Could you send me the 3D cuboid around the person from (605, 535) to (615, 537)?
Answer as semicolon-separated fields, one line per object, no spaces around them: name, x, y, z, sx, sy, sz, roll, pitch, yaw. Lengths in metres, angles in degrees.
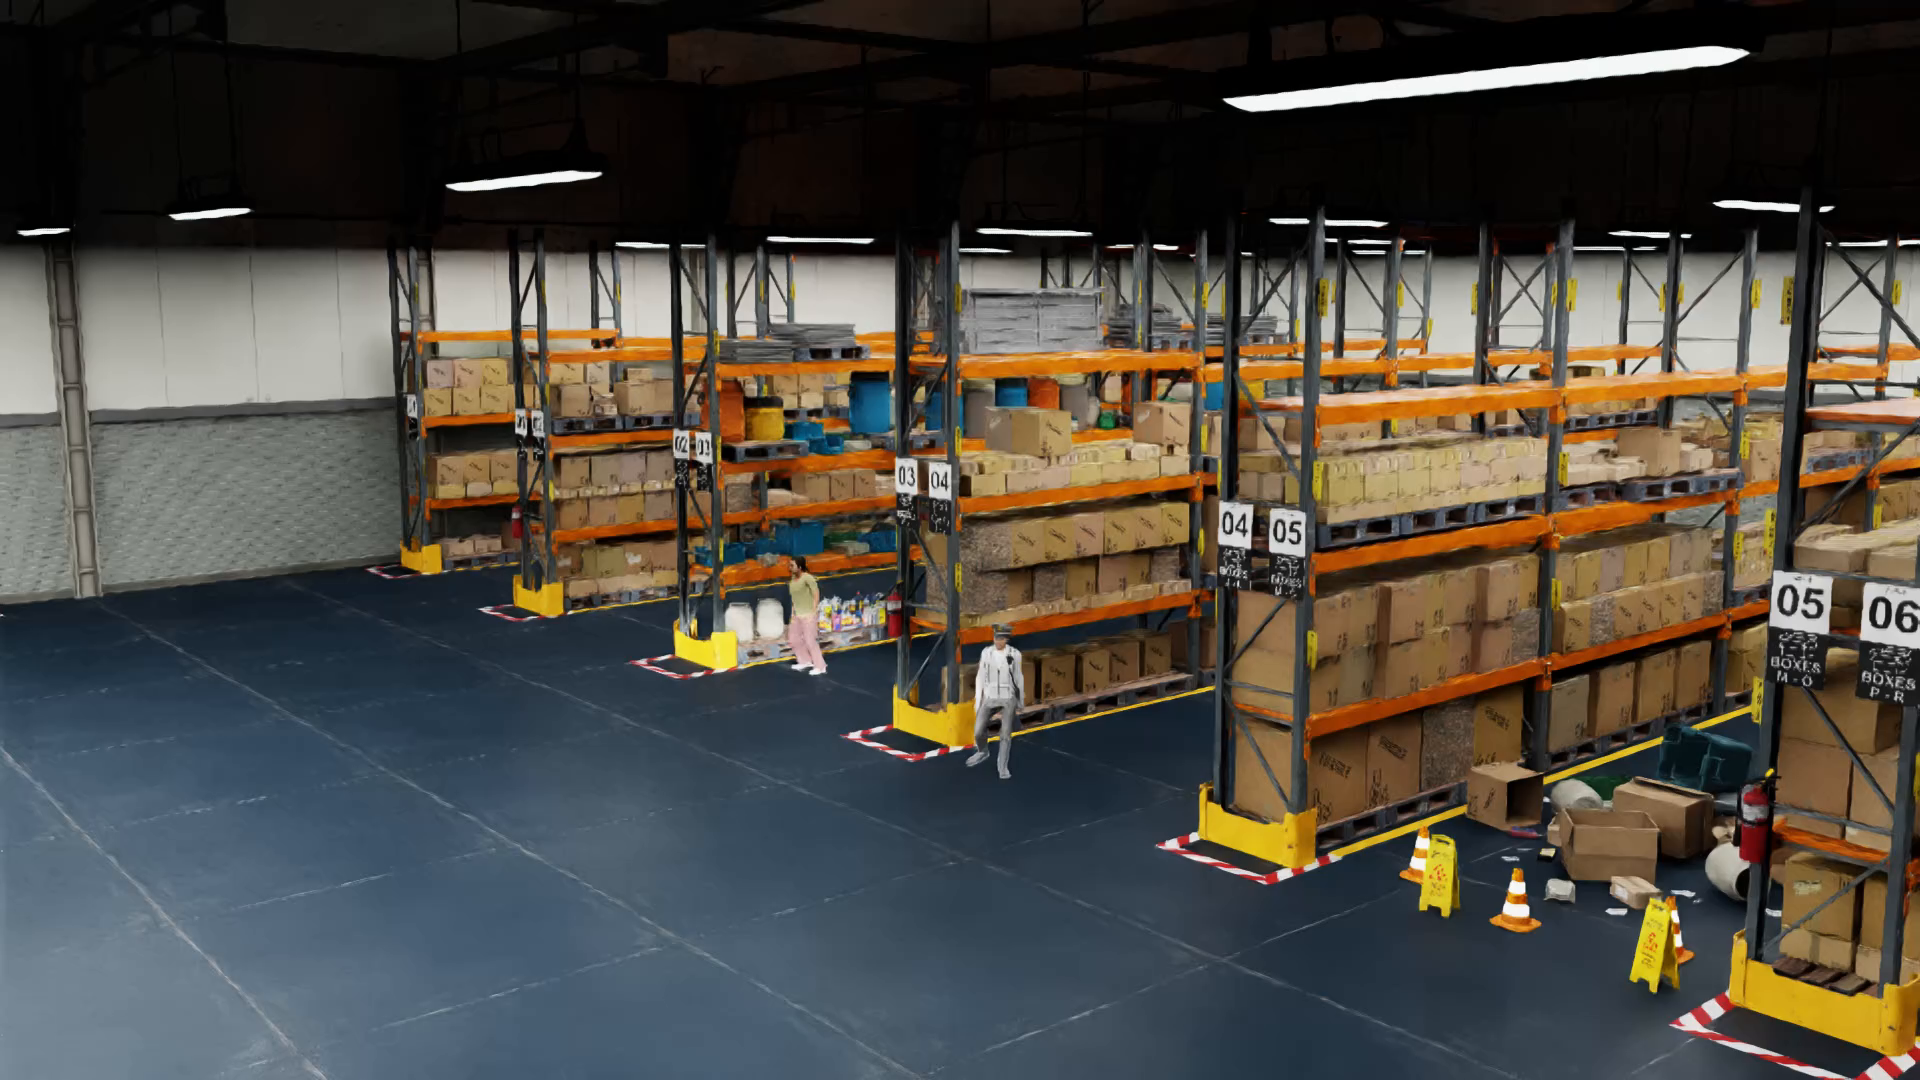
person;-6.440;-0.340;30.703;0.660;1.596;0.811;5;10;31

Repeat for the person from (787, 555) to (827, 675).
person;-2.055;0.987;22.122;0.507;1.619;0.598;-8;12;-42

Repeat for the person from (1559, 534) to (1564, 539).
person;8.381;0.752;23.299;1.042;1.716;0.591;-8;12;-40

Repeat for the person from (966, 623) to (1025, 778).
person;0.363;1.666;17.526;0.644;1.660;0.495;2;9;10
